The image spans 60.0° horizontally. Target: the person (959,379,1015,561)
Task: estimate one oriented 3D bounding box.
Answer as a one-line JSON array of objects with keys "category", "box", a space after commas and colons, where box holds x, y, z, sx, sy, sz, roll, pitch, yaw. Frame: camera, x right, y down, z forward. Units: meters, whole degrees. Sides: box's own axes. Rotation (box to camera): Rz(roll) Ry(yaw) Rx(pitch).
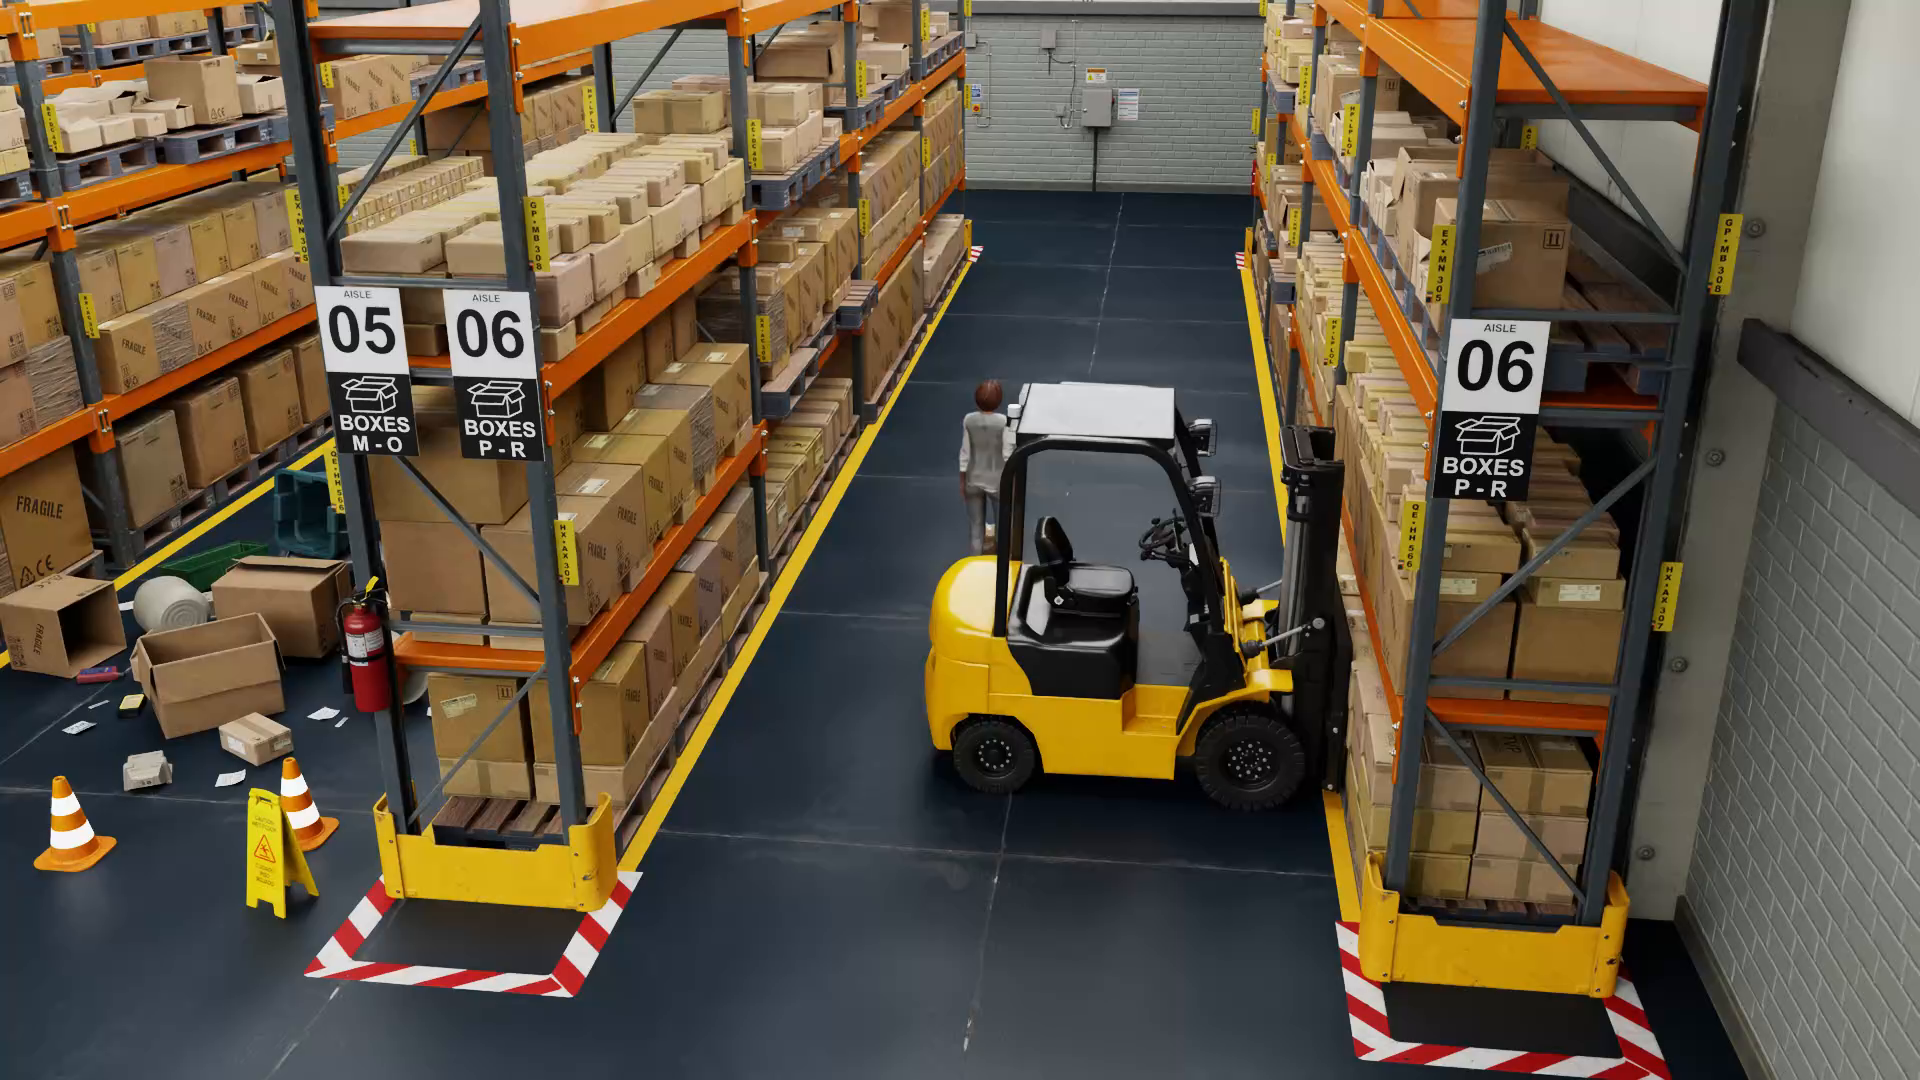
[{"category": "person", "box": [0.227, -0.438, 12.197, 0.430, 1.588, 0.685, 4, 22, 11]}]
